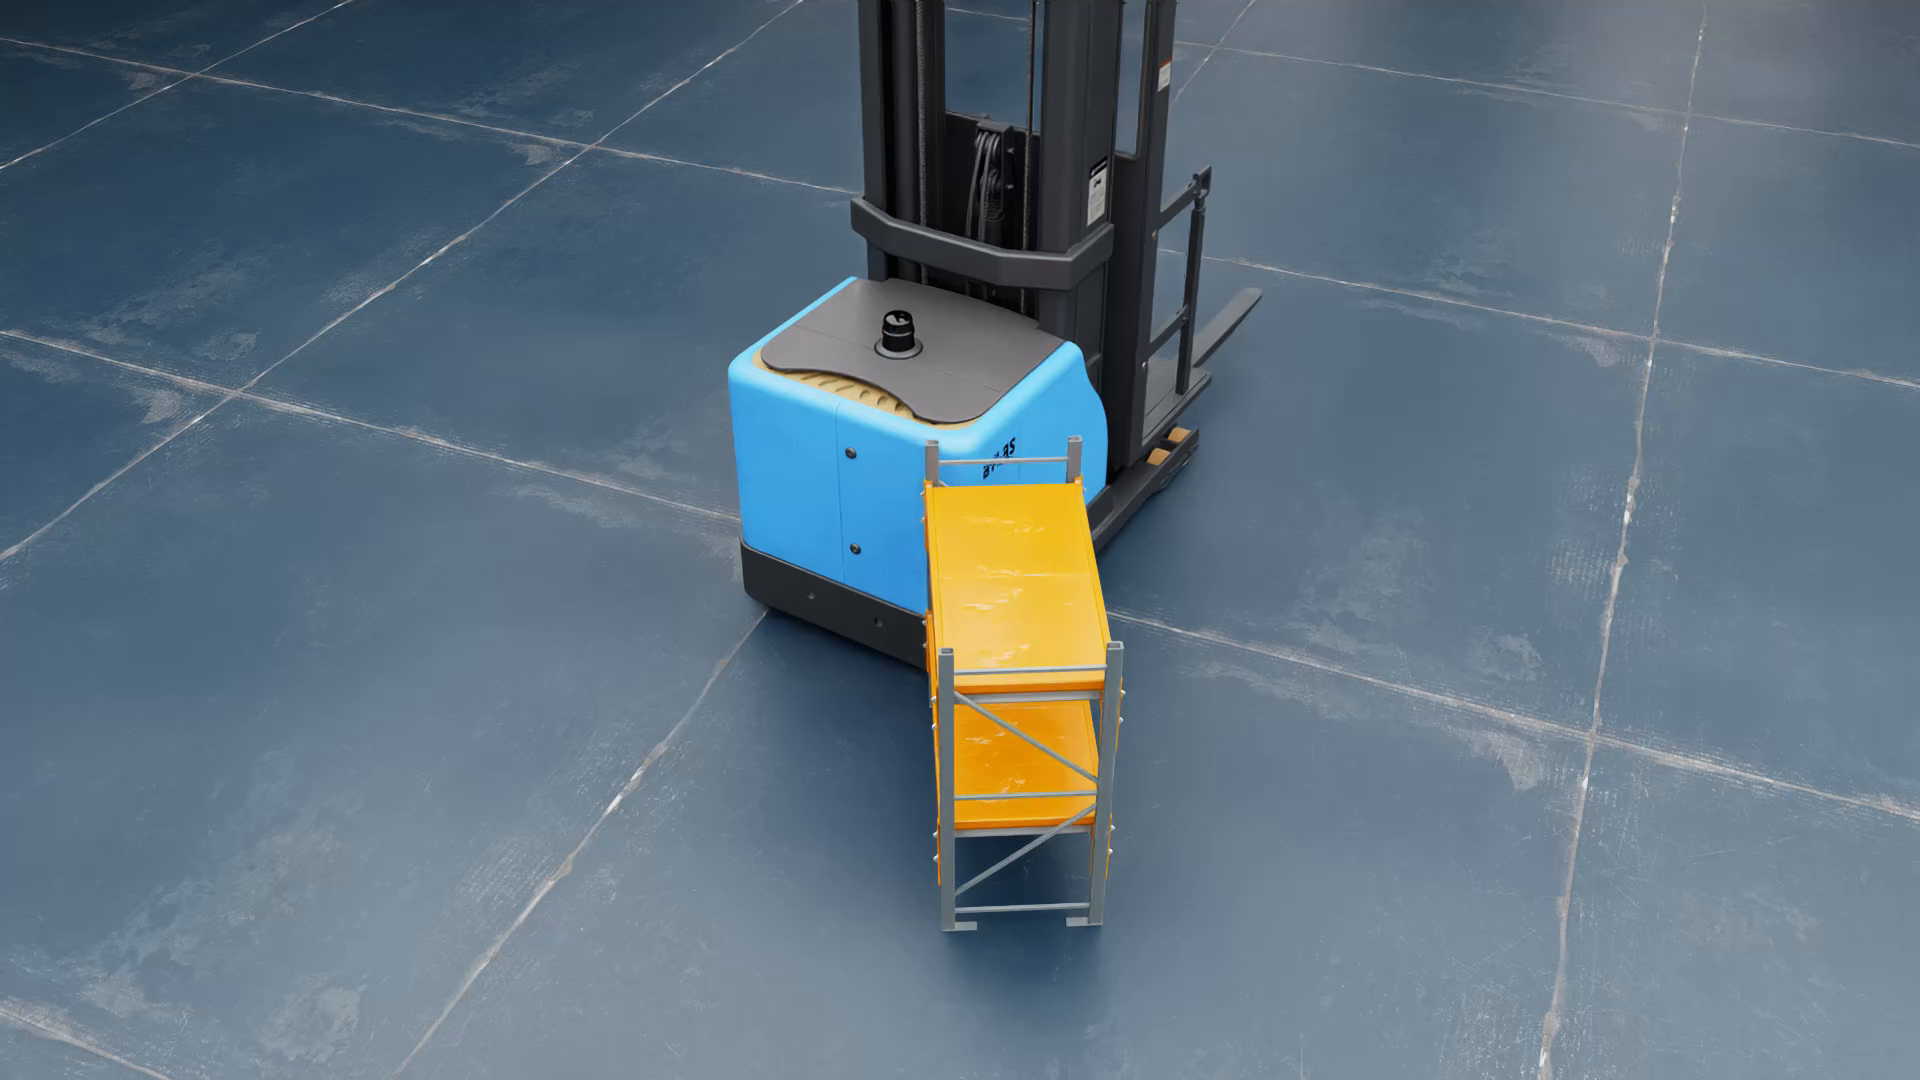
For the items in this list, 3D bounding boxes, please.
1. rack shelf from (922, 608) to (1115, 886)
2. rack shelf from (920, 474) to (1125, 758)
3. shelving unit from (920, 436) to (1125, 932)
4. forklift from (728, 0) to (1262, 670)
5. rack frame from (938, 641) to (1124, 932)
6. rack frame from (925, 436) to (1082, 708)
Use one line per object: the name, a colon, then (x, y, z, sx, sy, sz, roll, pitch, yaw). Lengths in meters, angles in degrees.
rack shelf: (0.165, 0.634, 5.371, 0.538, 0.278, 1.000, -2, 37, -2)
rack shelf: (0.165, 0.204, 5.049, 0.538, 0.278, 1.000, -2, 37, -2)
shelving unit: (0.165, 0.438, 5.224, 0.538, 1.125, 1.048, -2, 37, -2)
forklift: (0.373, -1.529, 6.347, 1.130, 2.935, 3.031, 20, 41, 25)
rack frame: (0.191, 0.742, 4.818, 0.500, 1.125, 0.032, -2, 37, -2)
rack frame: (0.139, 0.134, 5.631, 0.500, 1.125, 0.032, -2, 37, -2)
